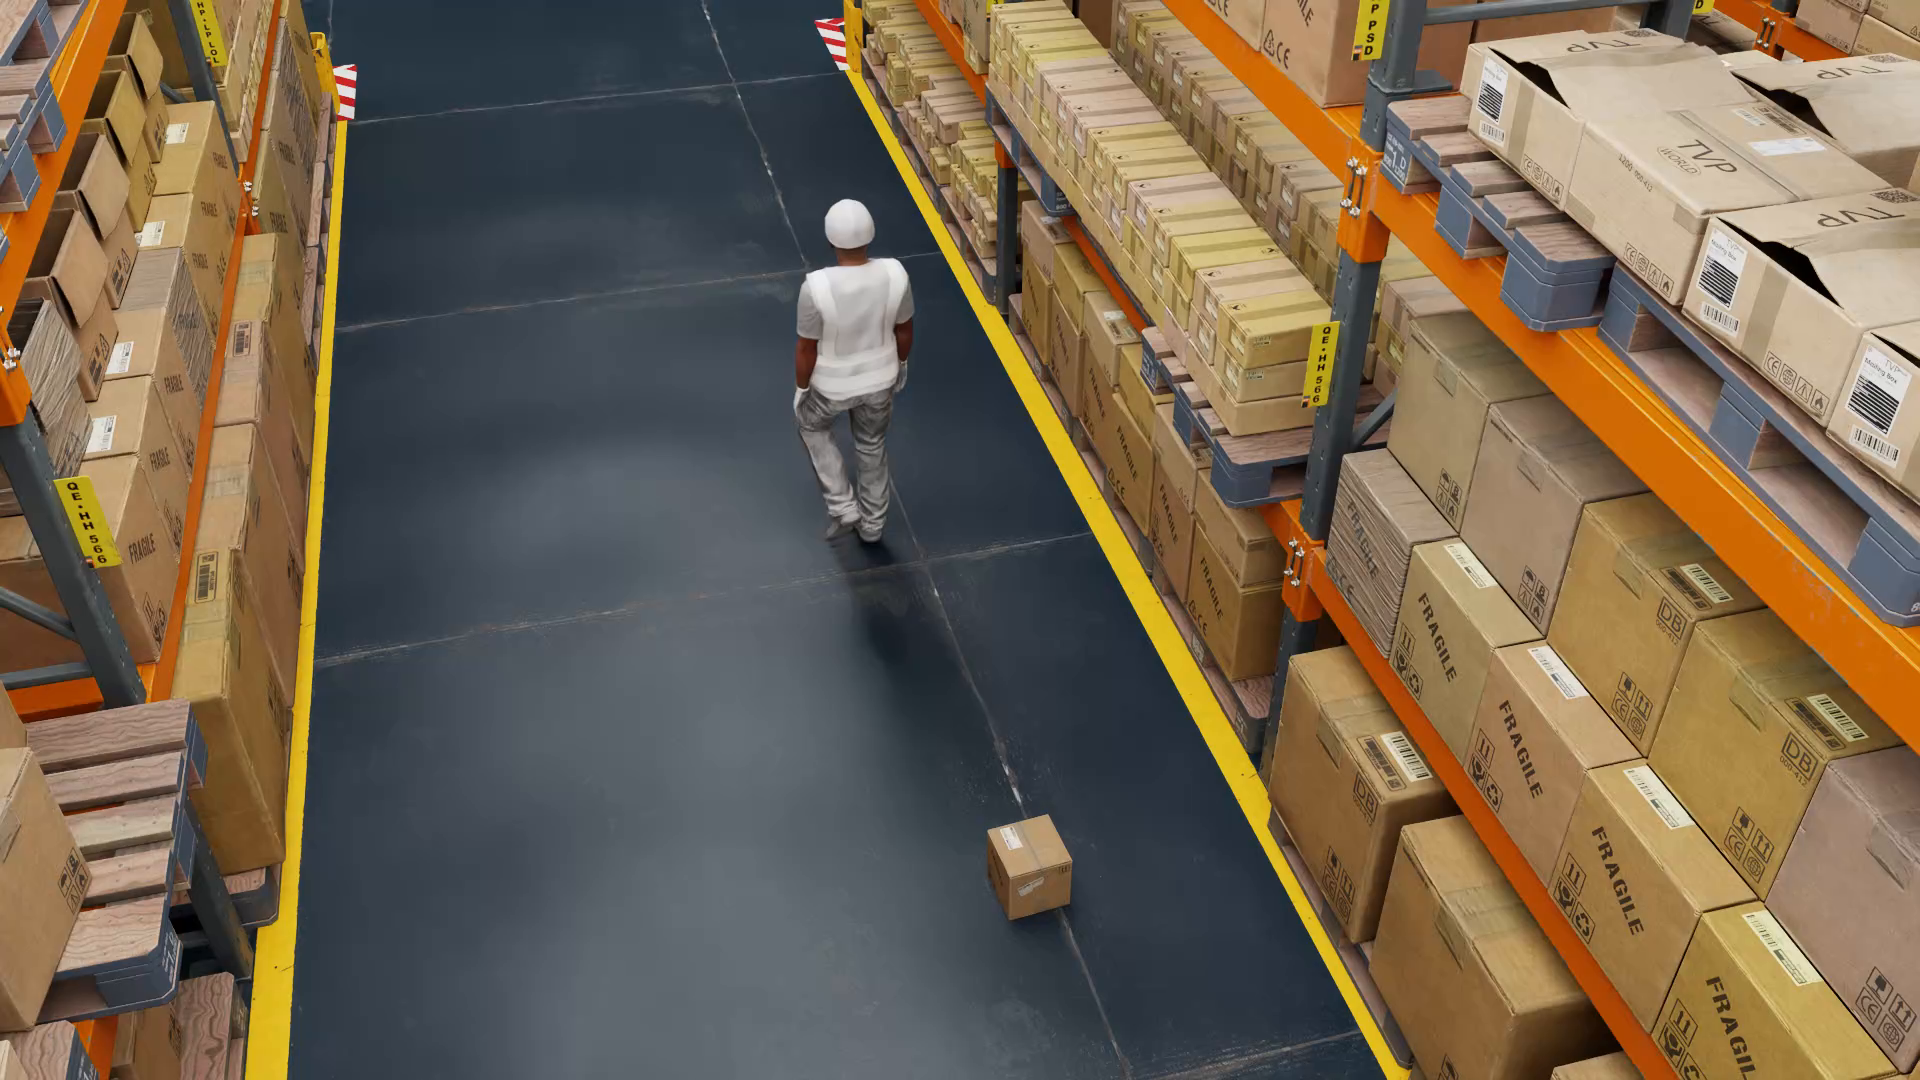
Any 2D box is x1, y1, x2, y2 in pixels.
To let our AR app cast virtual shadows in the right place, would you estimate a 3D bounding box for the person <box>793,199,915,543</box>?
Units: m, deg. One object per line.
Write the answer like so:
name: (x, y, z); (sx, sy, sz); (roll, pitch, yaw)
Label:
person: (-0.508, -0.763, 7.630); (0.589, 1.783, 0.459); (-13, 40, -16)
